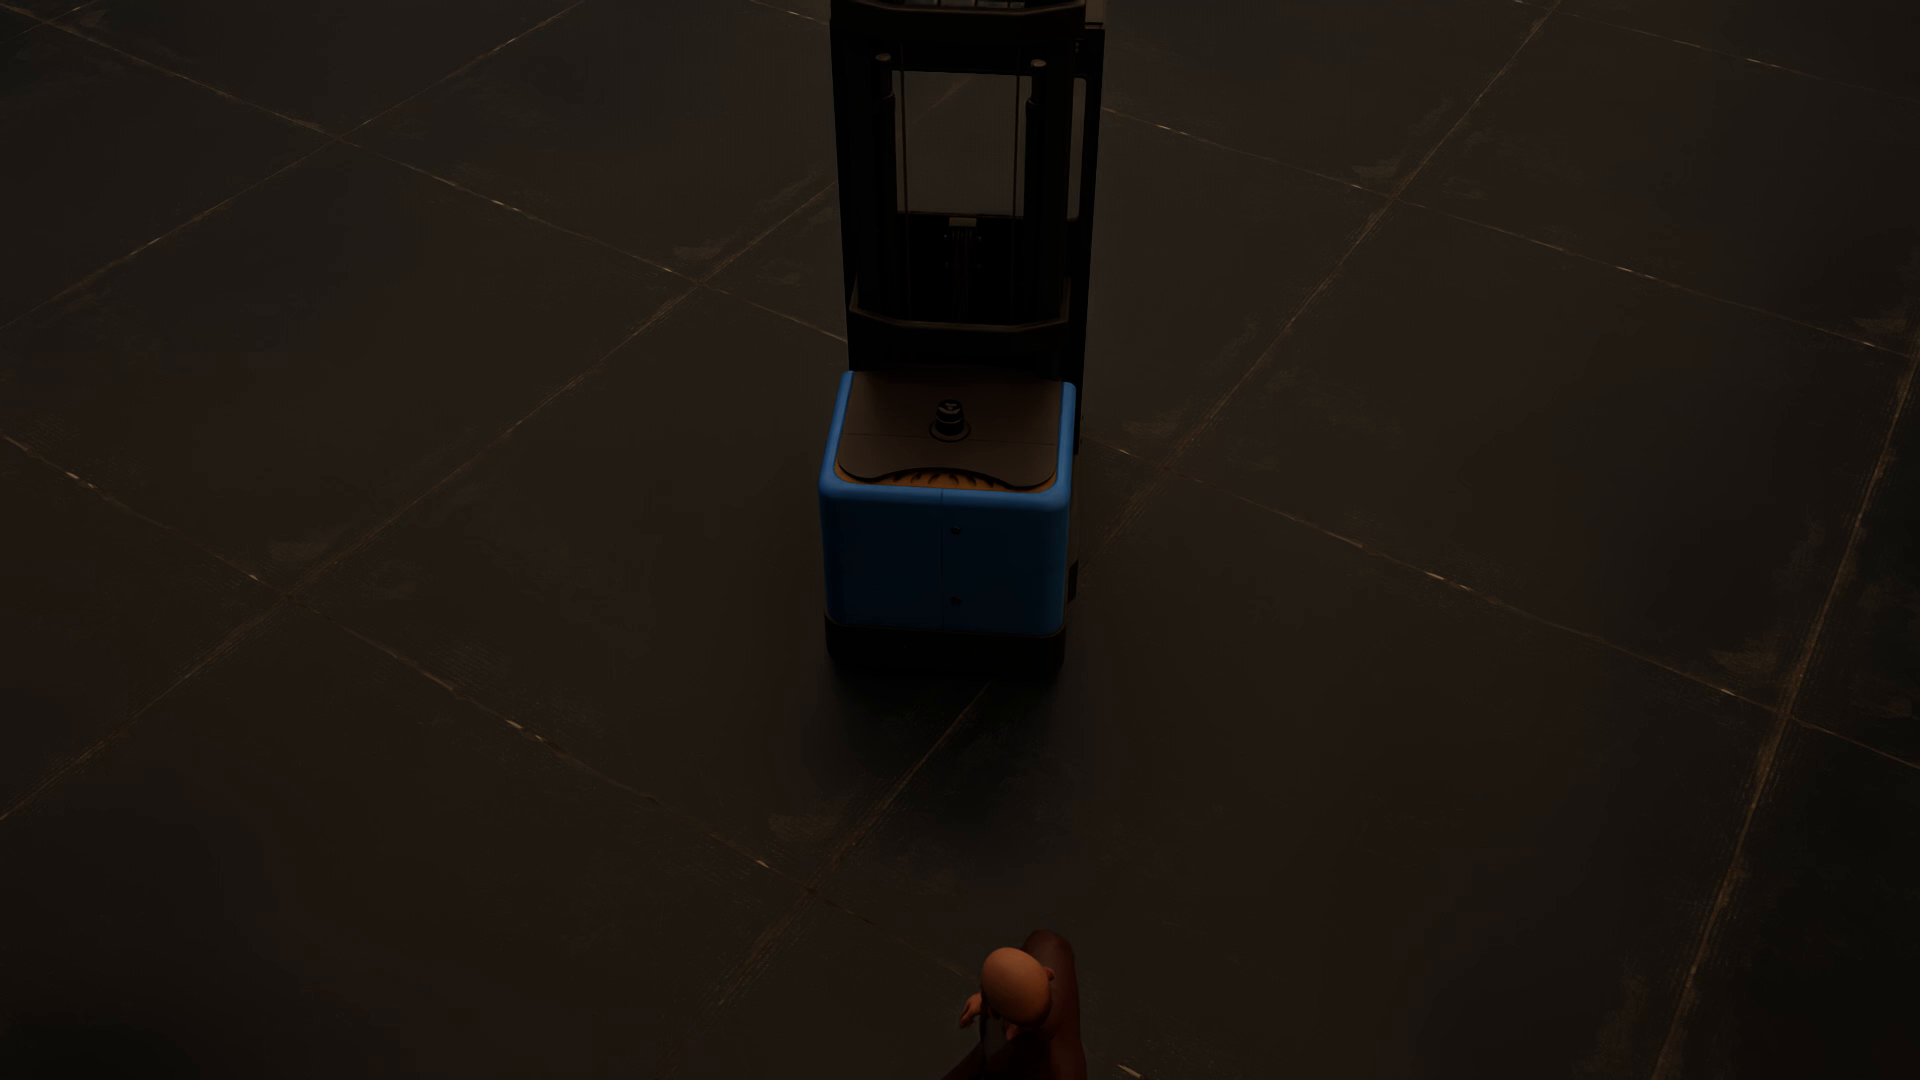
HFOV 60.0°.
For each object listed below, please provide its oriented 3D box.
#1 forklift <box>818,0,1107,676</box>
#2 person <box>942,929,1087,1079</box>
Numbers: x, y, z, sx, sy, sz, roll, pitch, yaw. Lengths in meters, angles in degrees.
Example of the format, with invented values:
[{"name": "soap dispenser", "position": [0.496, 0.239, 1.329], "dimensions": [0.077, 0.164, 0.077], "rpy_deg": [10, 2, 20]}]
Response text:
[{"name": "forklift", "position": [0.051, -1.482, 7.412], "dimensions": [1.130, 2.935, 3.031], "rpy_deg": [3, 44, 3]}, {"name": "person", "position": [0.115, 1.714, 4.902], "dimensions": [0.556, 1.754, 0.796], "rpy_deg": [-9, 44, -9]}]
